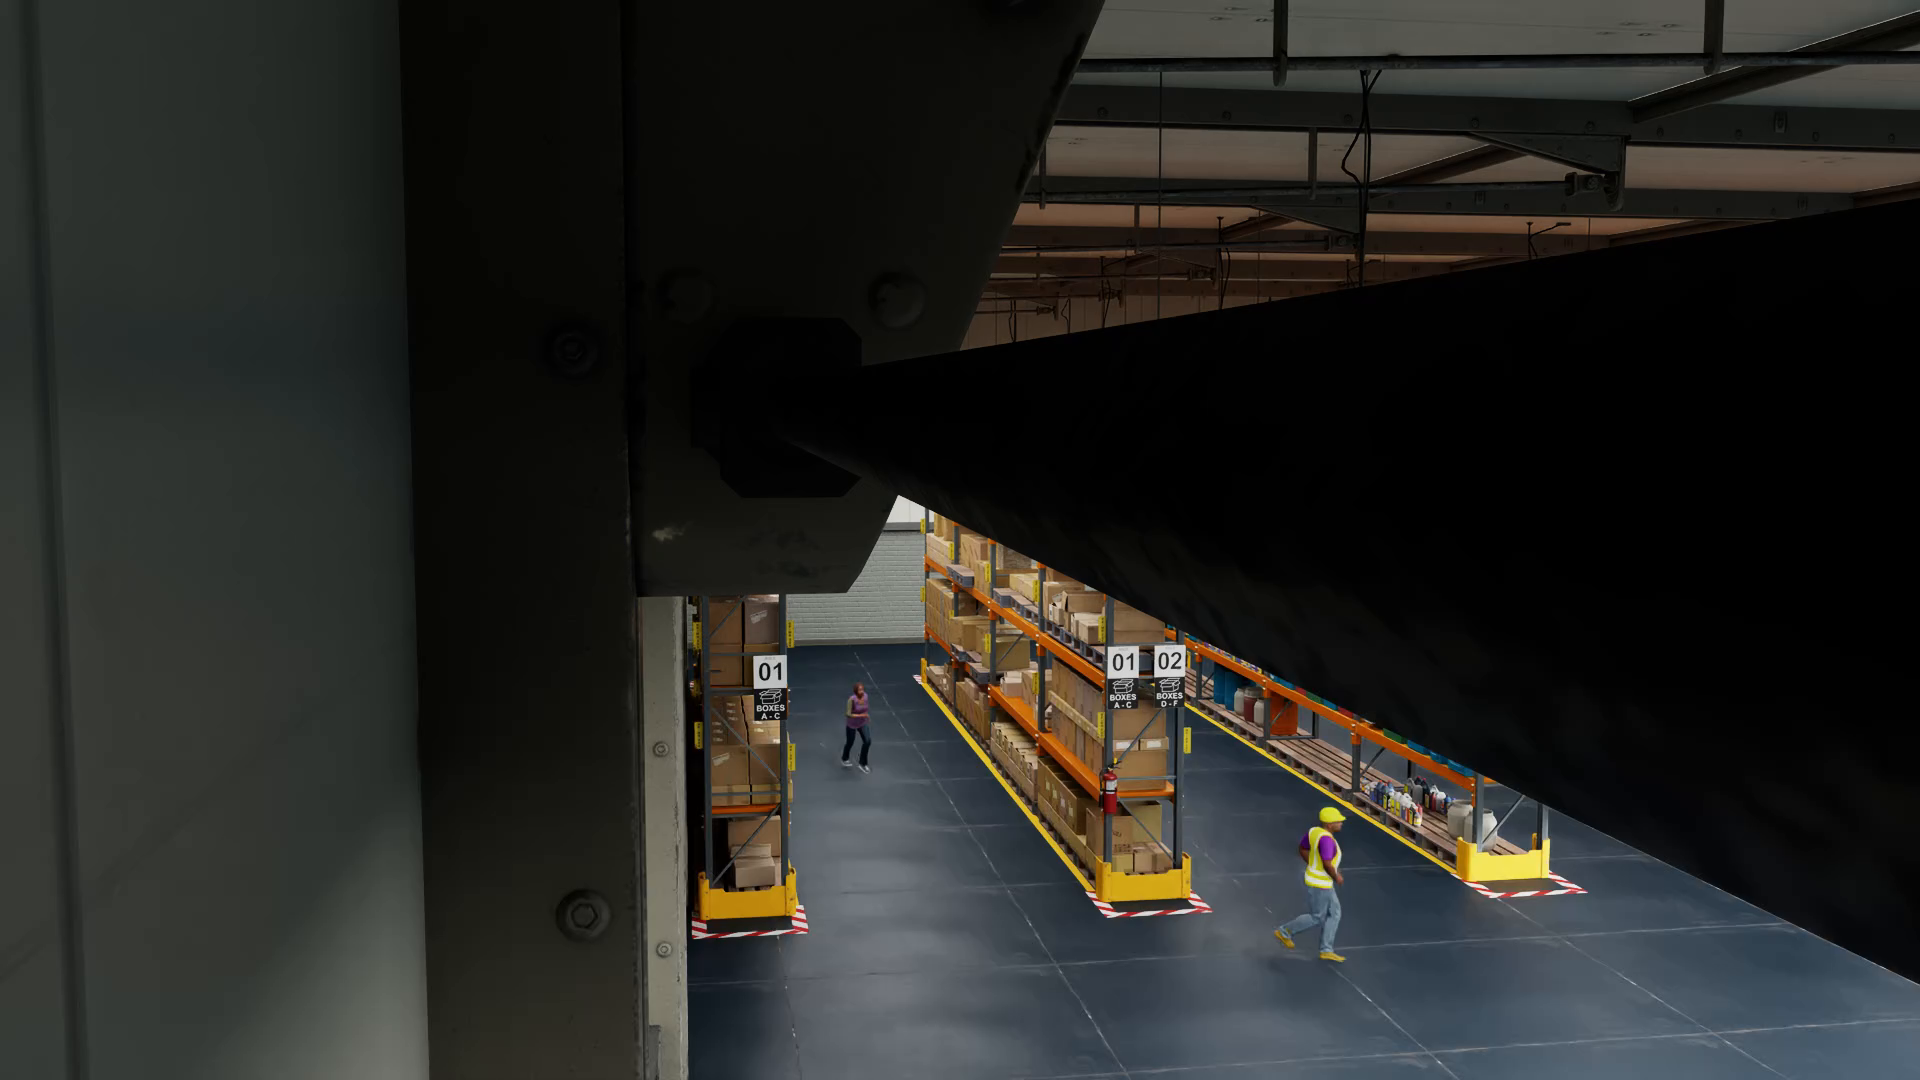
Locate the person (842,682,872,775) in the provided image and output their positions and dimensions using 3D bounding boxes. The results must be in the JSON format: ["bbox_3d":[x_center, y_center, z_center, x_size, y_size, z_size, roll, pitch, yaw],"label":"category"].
[{"bbox_3d":[-1.717,3.118,27.763,0.541,1.560,0.903,-3,6,-29],"label":"person"}]

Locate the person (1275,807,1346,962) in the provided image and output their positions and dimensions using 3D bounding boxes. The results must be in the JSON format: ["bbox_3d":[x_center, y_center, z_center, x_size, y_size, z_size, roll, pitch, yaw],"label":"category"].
[{"bbox_3d":[3.924,3.840,18.567,0.782,1.739,0.678,1,5,10],"label":"person"}]
